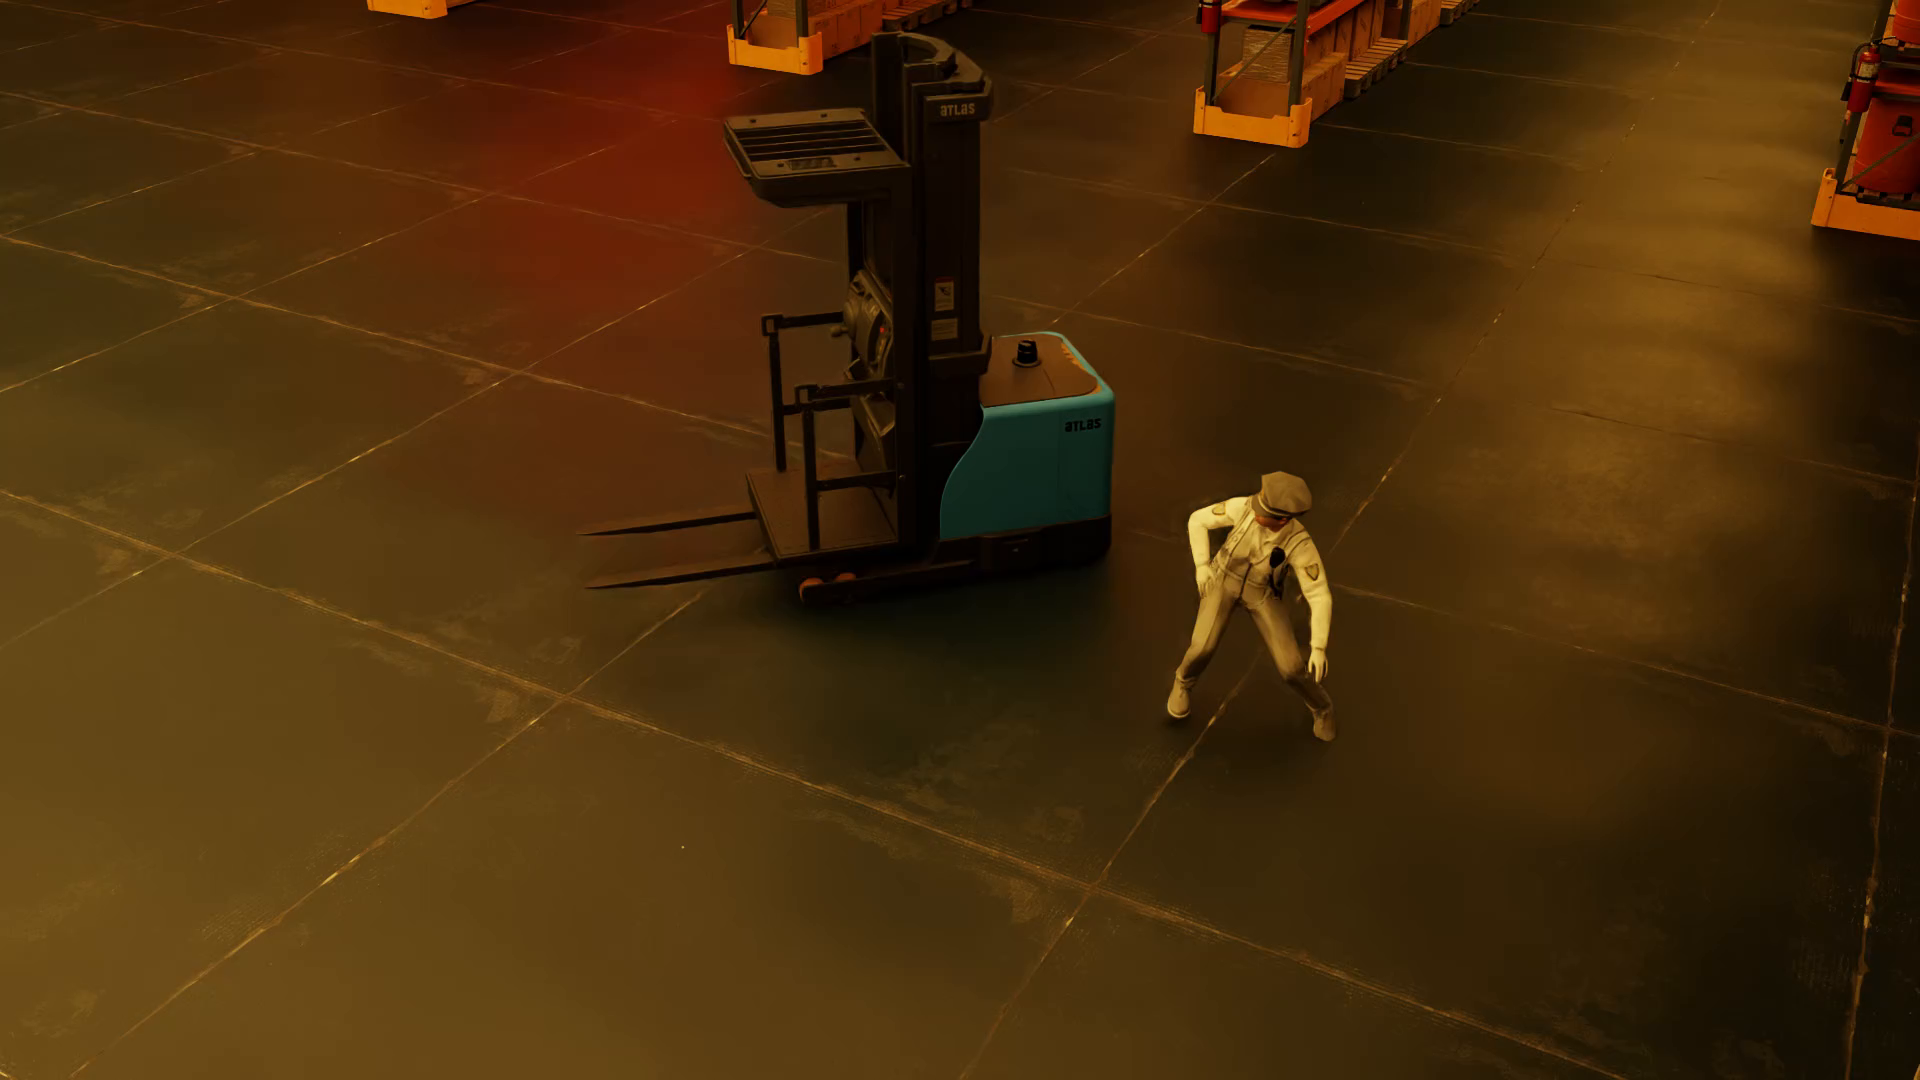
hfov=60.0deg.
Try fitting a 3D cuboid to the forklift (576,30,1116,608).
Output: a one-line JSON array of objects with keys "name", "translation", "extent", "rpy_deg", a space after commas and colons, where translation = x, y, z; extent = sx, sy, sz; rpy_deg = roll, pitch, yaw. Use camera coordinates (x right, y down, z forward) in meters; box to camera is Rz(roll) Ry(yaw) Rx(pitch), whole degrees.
[{"name": "forklift", "translation": [-0.686, -1.184, 9.122], "extent": [3.031, 2.935, 1.130], "rpy_deg": [-8, 31, -14]}]

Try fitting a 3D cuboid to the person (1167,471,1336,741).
[{"name": "person", "translation": [1.474, 0.334, 8.057], "extent": [0.850, 1.465, 0.716], "rpy_deg": [7, 31, 12]}]
